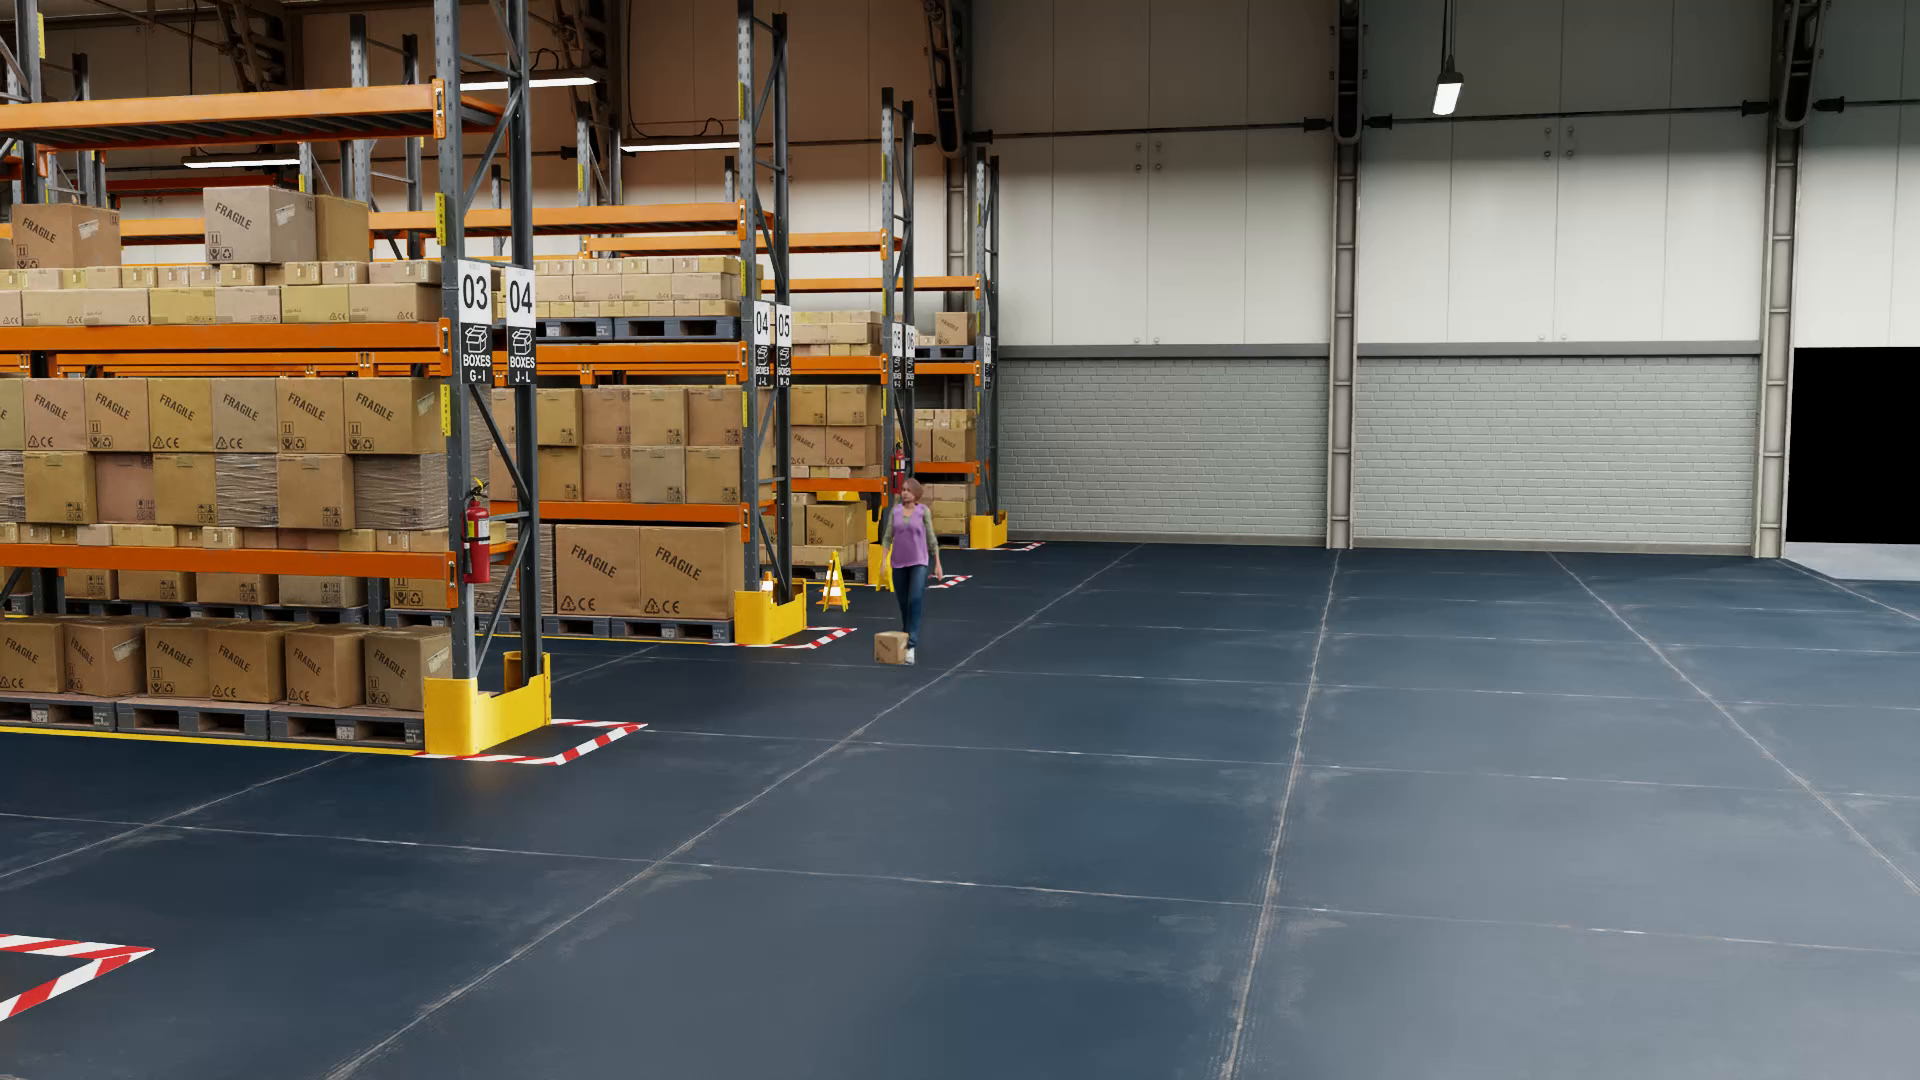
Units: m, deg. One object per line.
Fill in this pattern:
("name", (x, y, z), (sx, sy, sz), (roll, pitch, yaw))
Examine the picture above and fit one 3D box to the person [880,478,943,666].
("person", (-0.444, 0.258, 14.639), (0.498, 1.608, 0.703), (1, 5, 16))
